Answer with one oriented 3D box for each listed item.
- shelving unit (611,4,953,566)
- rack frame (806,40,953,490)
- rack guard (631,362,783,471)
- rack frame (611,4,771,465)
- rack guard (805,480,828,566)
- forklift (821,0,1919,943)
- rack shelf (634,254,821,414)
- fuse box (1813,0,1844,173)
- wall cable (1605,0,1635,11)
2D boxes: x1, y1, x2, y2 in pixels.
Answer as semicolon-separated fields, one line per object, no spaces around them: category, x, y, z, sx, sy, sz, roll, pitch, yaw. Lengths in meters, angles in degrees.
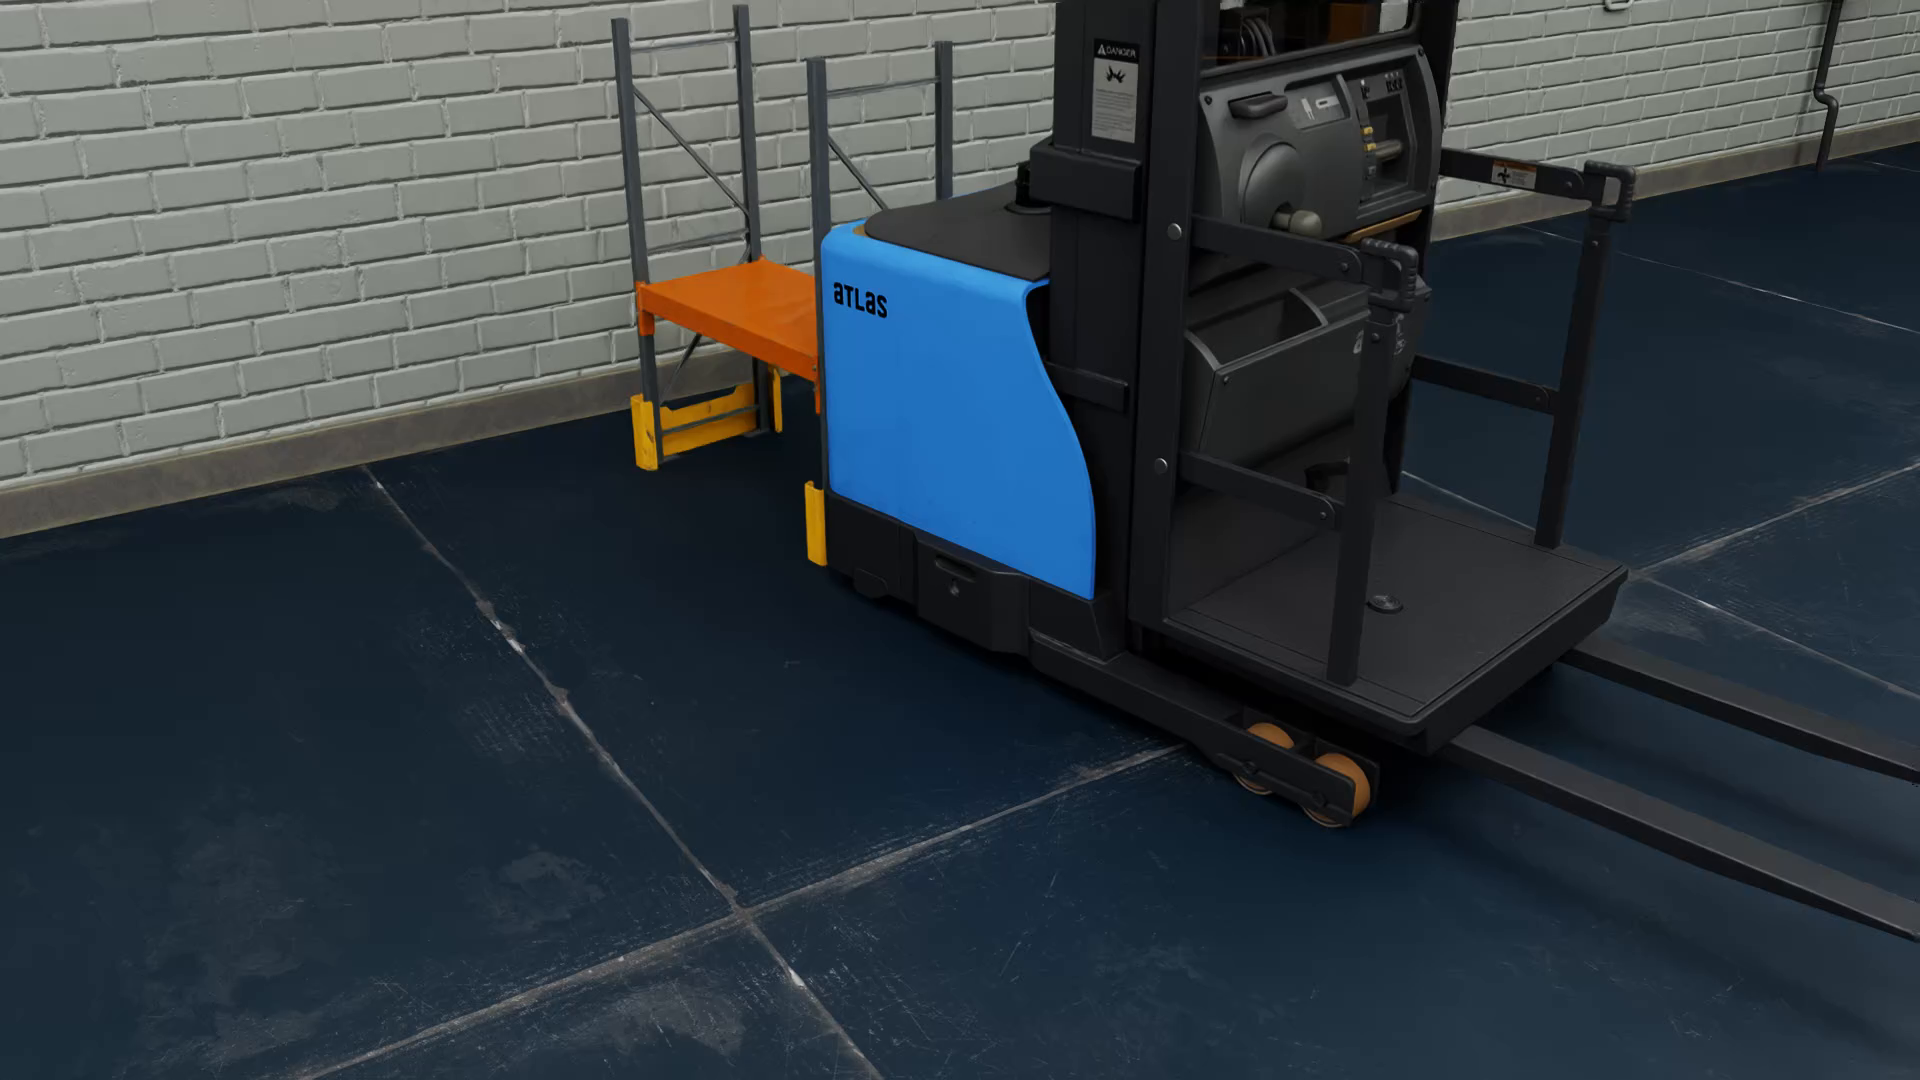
shelving unit;-0.560;-0.852;5.297;0.587;1.500;1.083;-21;32;-37
rack frame;-0.218;-0.686;4.946;0.500;1.500;0.032;-21;32;-37
rack guard;-0.890;-0.446;5.901;0.587;0.250;0.087;-21;32;-37
rack frame;-0.891;-1.011;5.636;0.500;1.500;0.032;-21;32;-37
rack guard;-0.230;-0.127;5.226;0.587;0.250;0.087;-21;32;-37
forklift;1.009;-0.913;3.751;3.031;2.935;1.130;23;33;39
rack shelf;-0.554;-0.686;5.368;0.538;0.185;1.000;-21;32;-37
fuse box;5.151;-2.961;9.518;0.539;1.711;0.414;-16;29;-30
wall cable;3.311;-3.580;8.093;0.585;1.953;0.123;-16;29;-30
